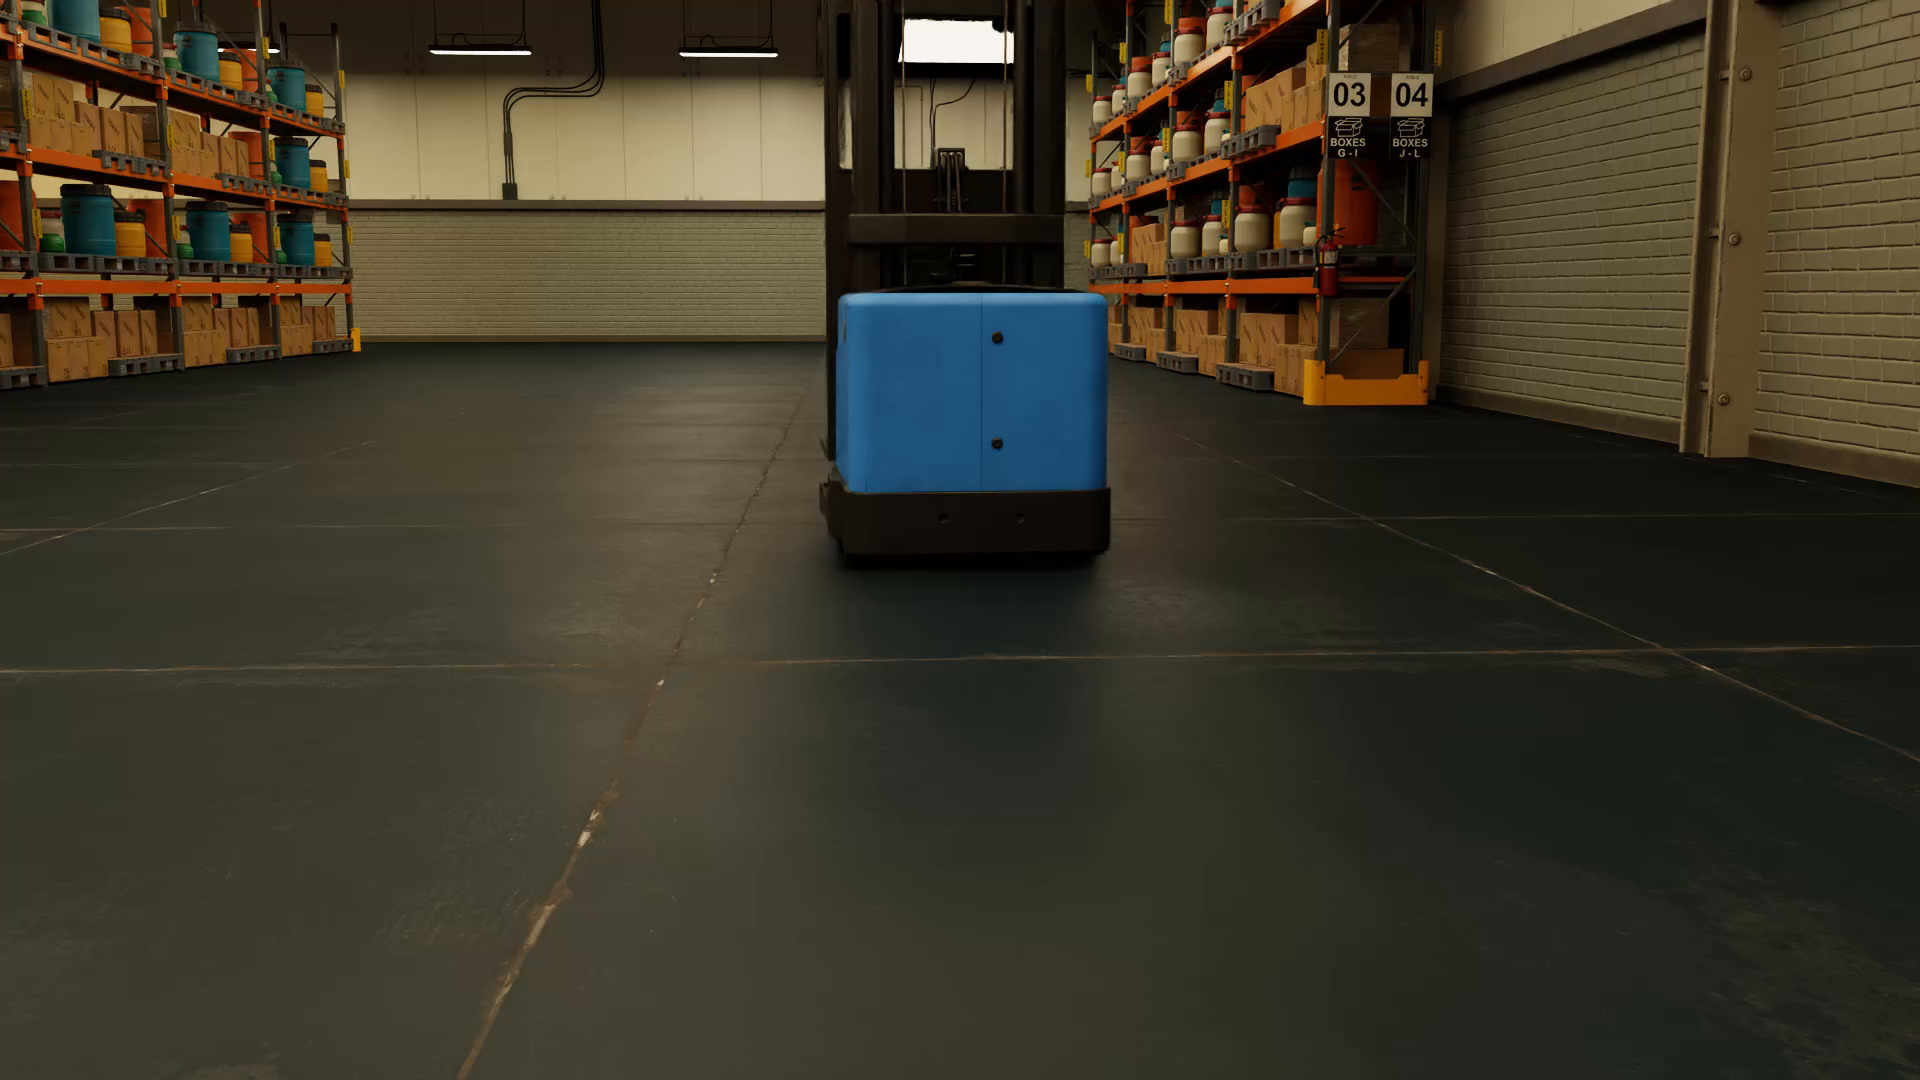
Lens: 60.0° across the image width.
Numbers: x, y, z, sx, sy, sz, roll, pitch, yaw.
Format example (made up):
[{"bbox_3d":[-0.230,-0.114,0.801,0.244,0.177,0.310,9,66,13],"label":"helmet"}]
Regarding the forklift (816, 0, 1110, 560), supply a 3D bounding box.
[{"bbox_3d":[-0.100,-1.549,7.761,1.130,2.935,3.031,-1,9,-7],"label":"forklift"}]
